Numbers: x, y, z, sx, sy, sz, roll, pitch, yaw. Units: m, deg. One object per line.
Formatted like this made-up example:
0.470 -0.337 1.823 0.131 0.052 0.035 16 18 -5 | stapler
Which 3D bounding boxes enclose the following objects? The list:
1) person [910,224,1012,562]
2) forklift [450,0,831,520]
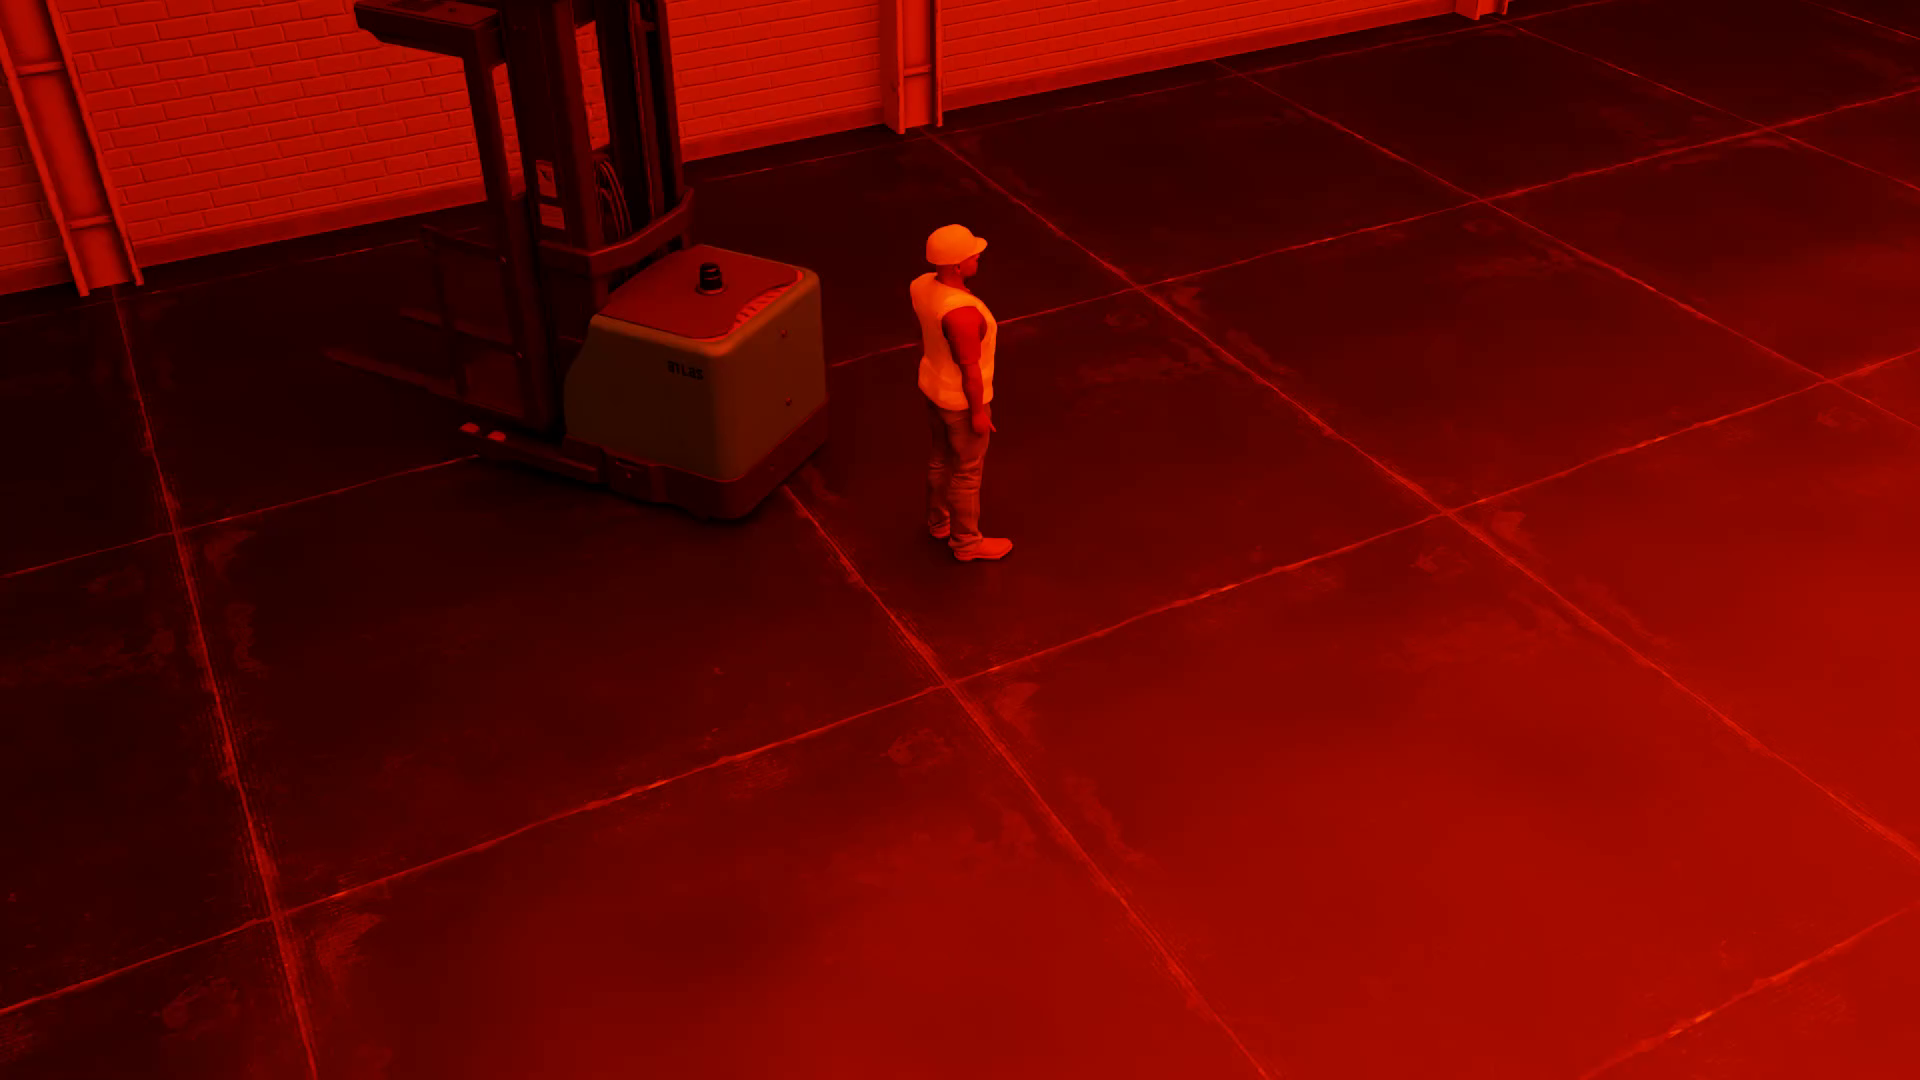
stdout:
-0.002 -0.727 8.161 0.387 1.770 0.556 -17 39 -23 | person
-1.790 -1.709 8.617 1.939 2.843 1.129 16 38 22 | forklift
